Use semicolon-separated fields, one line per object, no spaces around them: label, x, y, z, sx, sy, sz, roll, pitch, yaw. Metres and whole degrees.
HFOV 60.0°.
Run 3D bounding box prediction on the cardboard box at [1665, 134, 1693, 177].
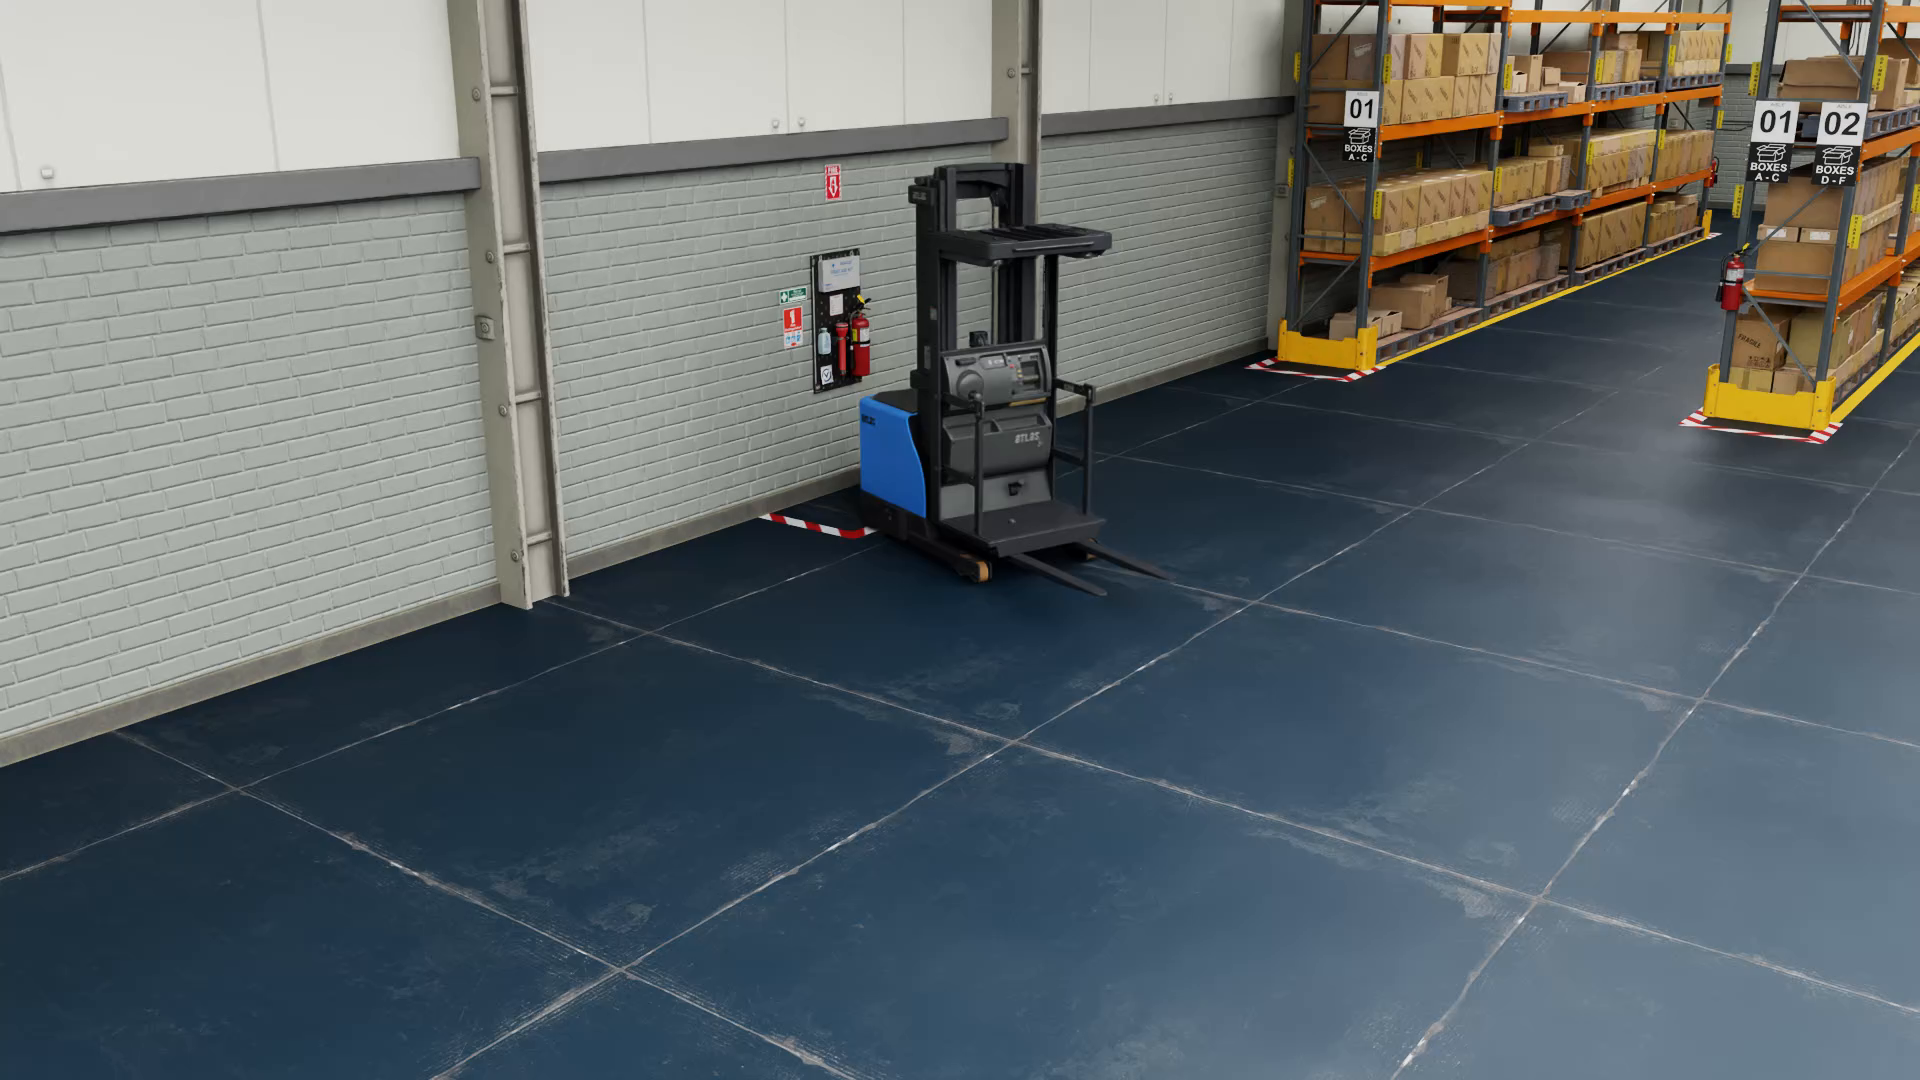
cardboard box;12.732;-7.032;30.324;0.980;0.700;0.700;11;20;32

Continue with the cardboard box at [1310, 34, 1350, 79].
cardboard box;4.427;-5.673;19.506;0.500;0.500;0.500;14;22;37

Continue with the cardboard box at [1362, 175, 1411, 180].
cardboard box;5.403;-4.364;21.194;0.500;0.500;0.500;13;21;35

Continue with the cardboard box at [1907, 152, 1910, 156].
cardboard box;15.049;-5.715;25.713;0.700;0.500;0.500;5;18;16

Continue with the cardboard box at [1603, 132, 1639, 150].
cardboard box;10.841;-6.574;27.387;0.500;0.250;0.500;13;21;36

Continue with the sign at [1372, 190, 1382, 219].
sign;4.816;-3.874;19.201;0.100;0.325;0.005;12;21;35

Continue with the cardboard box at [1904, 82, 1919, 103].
cardboard box;11.119;-5.341;19.872;0.500;0.250;0.500;15;23;40

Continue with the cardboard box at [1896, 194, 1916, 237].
cardboard box;12.141;-4.232;21.647;0.500;0.500;0.500;11;20;32

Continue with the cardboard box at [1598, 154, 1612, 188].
cardboard box;9.962;-5.855;26.335;0.500;0.500;0.500;13;22;36

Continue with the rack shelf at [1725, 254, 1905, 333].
rack shelf;9.553;-2.815;18.463;1.077;0.370;4.000;12;21;35

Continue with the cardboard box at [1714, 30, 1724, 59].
cardboard box;13.697;-9.112;30.582;0.500;0.500;0.500;12;21;35

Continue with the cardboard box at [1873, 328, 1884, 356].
cardboard box;10.644;-2.373;19.755;0.500;0.250;0.500;12;21;35

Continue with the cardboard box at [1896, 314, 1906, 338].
cardboard box;11.489;-2.696;20.795;0.500;0.250;0.500;13;22;36

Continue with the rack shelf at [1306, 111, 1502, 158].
rack shelf;5.572;-5.122;20.834;1.077;0.370;4.000;12;21;35

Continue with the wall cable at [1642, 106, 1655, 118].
wall cable;13.917;-8.324;33.279;0.084;1.984;1.851;12;21;35

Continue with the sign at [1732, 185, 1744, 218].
sign;7.933;-3.447;16.935;0.100;0.325;0.005;12;21;35

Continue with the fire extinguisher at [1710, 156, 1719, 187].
fire extinguisher;14.374;-7.107;31.829;0.296;0.674;0.183;12;21;35

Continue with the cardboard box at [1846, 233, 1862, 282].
cardboard box;9.259;-3.082;17.941;0.700;0.500;0.500;13;21;35

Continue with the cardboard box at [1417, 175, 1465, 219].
cardboard box;6.129;-4.400;21.309;0.500;0.500;0.500;12;21;33

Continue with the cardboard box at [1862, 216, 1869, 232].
cardboard box;9.533;-3.402;17.878;0.380;0.149;0.250;12;21;34

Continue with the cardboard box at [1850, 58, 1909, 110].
cardboard box;9.570;-4.777;17.397;0.500;0.500;0.500;12;21;35

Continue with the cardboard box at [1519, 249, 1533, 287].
cardboard box;8.086;-4.072;24.771;0.700;0.500;0.500;12;21;34

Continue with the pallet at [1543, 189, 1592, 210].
pallet;8.808;-5.182;25.195;1.213;0.211;1.003;12;21;35

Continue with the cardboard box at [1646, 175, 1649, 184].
cardboard box;11.556;-6.173;28.456;0.380;0.149;0.250;13;21;35

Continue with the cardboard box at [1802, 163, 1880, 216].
cardboard box;9.588;-3.836;18.184;0.700;0.500;0.500;12;21;35

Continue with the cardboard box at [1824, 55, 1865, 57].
cardboard box;10.232;-5.309;19.111;0.500;0.500;0.500;15;22;39

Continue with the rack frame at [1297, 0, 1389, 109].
rack frame;4.380;-6.421;18.748;1.000;3.000;0.127;12;21;35

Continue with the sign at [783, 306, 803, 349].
sign;-1.388;-1.769;13.821;0.001;0.329;0.234;12;21;35

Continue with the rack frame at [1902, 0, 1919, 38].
rack frame;13.128;-7.452;22.068;1.000;3.000;0.127;12;21;35

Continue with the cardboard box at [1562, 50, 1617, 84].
cardboard box;10.004;-7.543;26.507;0.700;0.500;0.500;14;22;37

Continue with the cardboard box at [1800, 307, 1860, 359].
cardboard box;9.443;-2.257;18.116;0.500;0.500;0.500;12;21;35

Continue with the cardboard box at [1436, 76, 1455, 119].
cardboard box;5.737;-5.459;20.505;0.500;0.500;0.500;14;22;38

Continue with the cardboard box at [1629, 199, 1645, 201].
cardboard box;12.433;-6.140;30.372;0.380;0.149;0.250;13;21;35

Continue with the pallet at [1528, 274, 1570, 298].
pallet;8.680;-3.944;25.589;1.003;0.211;1.213;12;21;35

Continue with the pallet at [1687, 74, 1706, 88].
pallet;12.754;-8.287;29.963;1.003;0.211;1.213;12;21;35

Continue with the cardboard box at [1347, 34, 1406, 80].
cardboard box;4.805;-5.572;19.184;0.500;0.500;0.500;11;20;31

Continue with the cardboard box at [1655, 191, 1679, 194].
cardboard box;13.491;-6.564;31.738;0.380;0.149;0.250;13;21;35

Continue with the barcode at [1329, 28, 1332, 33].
barcode;4.402;-6.058;19.770;0.001;0.075;0.075;12;21;35

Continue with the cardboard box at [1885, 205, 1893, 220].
cardboard box;10.451;-3.768;19.058;0.380;0.149;0.250;12;21;33

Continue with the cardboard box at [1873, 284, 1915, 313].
cardboard box;11.800;-3.086;21.106;0.500;0.311;0.500;12;21;33

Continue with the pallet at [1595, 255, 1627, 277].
pallet;10.405;-4.594;27.681;1.003;0.211;1.213;12;21;35

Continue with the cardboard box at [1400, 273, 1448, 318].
cardboard box;6.177;-3.271;22.193;0.500;0.500;0.500;11;20;31

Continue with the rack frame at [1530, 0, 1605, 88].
rack frame;9.147;-8.327;24.884;1.000;3.000;0.127;12;21;35

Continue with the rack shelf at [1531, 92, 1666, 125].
rack shelf;10.339;-7.027;26.970;1.077;0.370;4.000;12;21;35

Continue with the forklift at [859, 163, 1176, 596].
forklift;0.403;-1.241;12.299;1.130;2.935;3.031;-11;20;-32

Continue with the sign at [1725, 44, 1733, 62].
sign;14.341;-9.086;31.026;0.100;0.325;0.005;12;21;35

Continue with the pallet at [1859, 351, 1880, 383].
pallet;10.237;-2.121;19.717;1.003;0.211;1.213;12;21;35

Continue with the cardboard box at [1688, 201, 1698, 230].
cardboard box;13.577;-6.190;31.624;0.700;0.500;0.500;12;21;35

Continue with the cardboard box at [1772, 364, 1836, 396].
cardboard box;8.859;-1.658;17.452;0.500;0.250;0.500;12;21;35

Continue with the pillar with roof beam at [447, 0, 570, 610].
pillar with roof beam;0.410;-3.122;8.124;9.100;9.000;0.400;12;21;35

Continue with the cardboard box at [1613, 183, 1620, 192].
cardboard box;10.597;-5.817;27.309;0.380;0.149;0.250;13;22;36

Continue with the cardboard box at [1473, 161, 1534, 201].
cardboard box;7.800;-5.176;23.944;0.700;0.500;0.500;16;24;42

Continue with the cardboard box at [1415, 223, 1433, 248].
cardboard box;5.532;-3.801;20.645;0.500;0.250;0.500;12;21;34

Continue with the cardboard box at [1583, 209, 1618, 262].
cardboard box;10.218;-4.995;27.188;0.750;0.750;0.750;12;21;34

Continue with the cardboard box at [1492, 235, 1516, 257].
cardboard box;7.756;-4.292;24.215;0.500;0.250;0.500;12;21;33

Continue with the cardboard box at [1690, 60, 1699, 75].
cardboard box;12.769;-8.384;29.502;0.500;0.250;0.500;12;21;33
